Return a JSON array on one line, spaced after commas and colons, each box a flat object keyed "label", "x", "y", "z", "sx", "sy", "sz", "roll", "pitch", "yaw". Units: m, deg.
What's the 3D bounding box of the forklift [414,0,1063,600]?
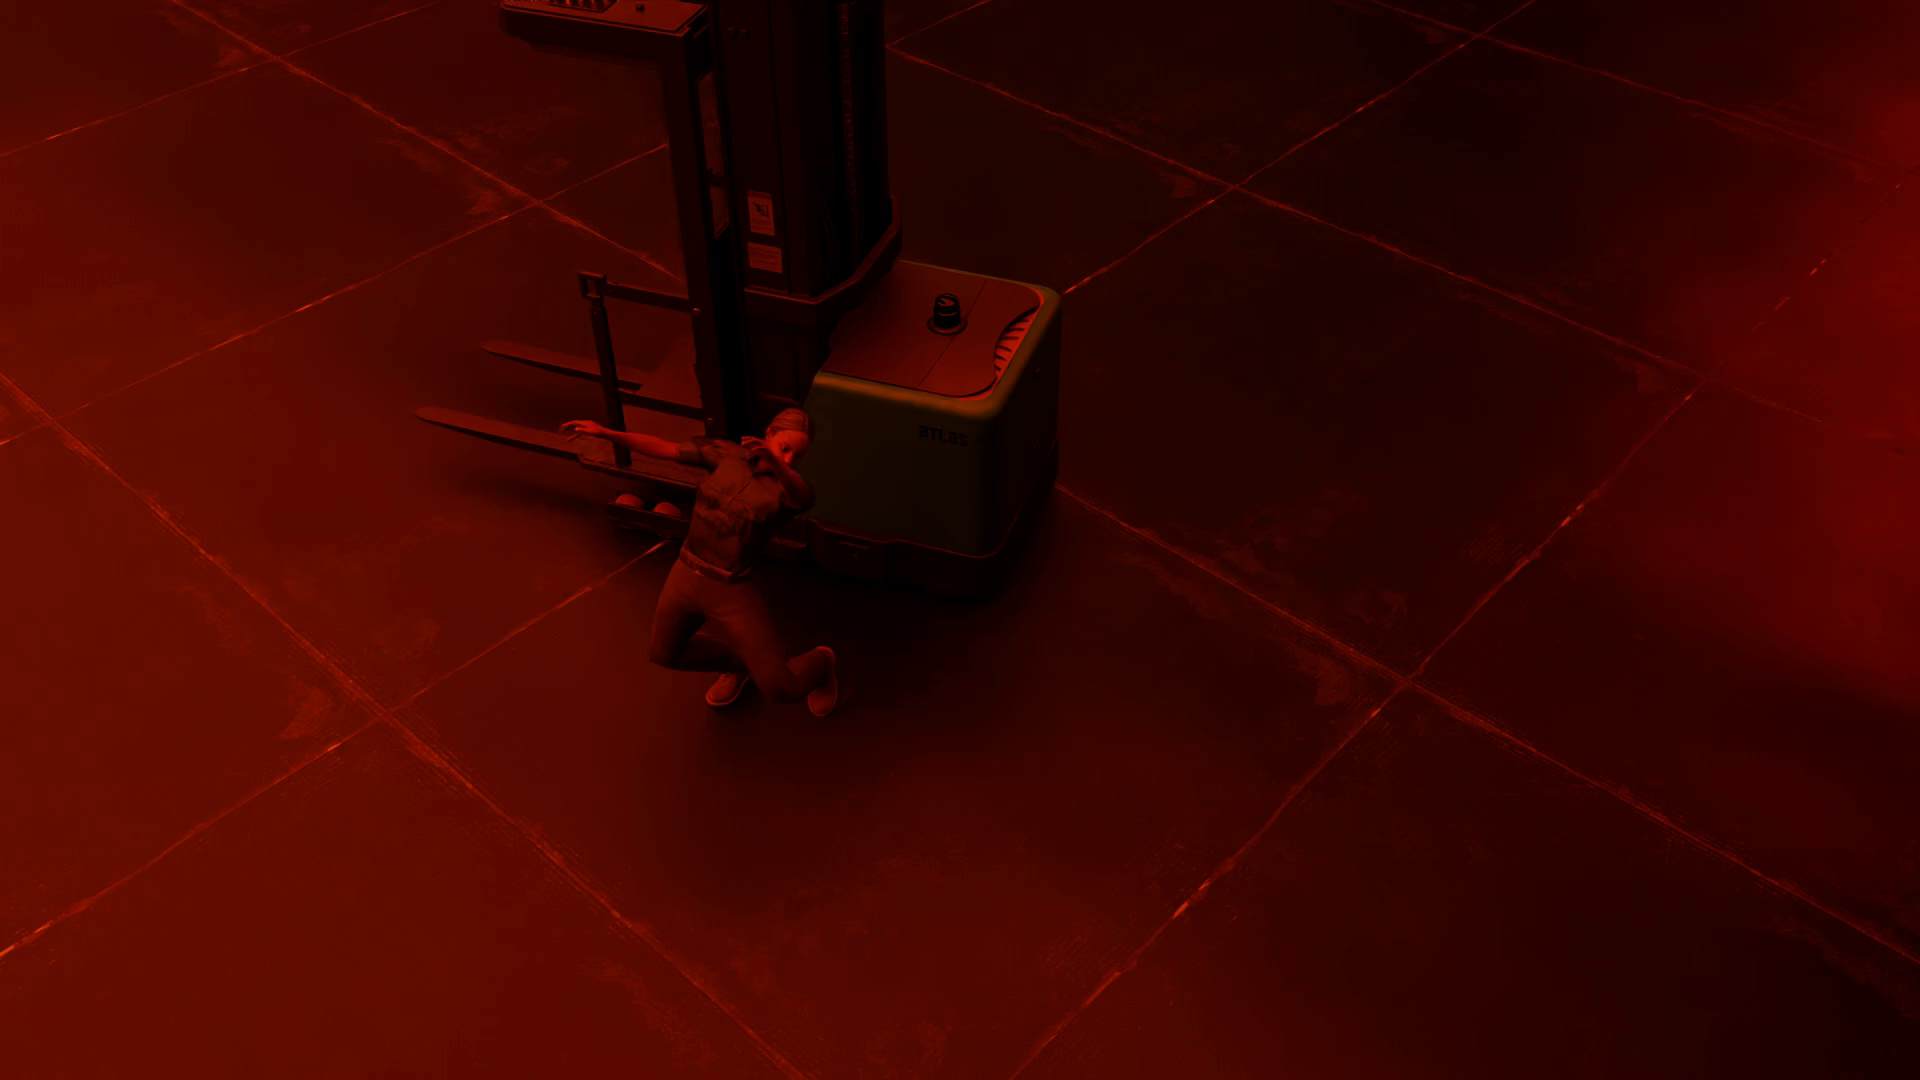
[{"label": "forklift", "x": -1.108, "y": -1.430, "z": 7.095, "sx": 3.031, "sy": 2.935, "sz": 1.130, "roll": 13, "pitch": 42, "yaw": 15}]

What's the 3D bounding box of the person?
[{"label": "person", "x": -0.930, "y": 0.022, "z": 6.414, "sx": 0.942, "sy": 1.587, "sz": 0.641, "roll": 18, "pitch": 44, "yaw": 20}]
